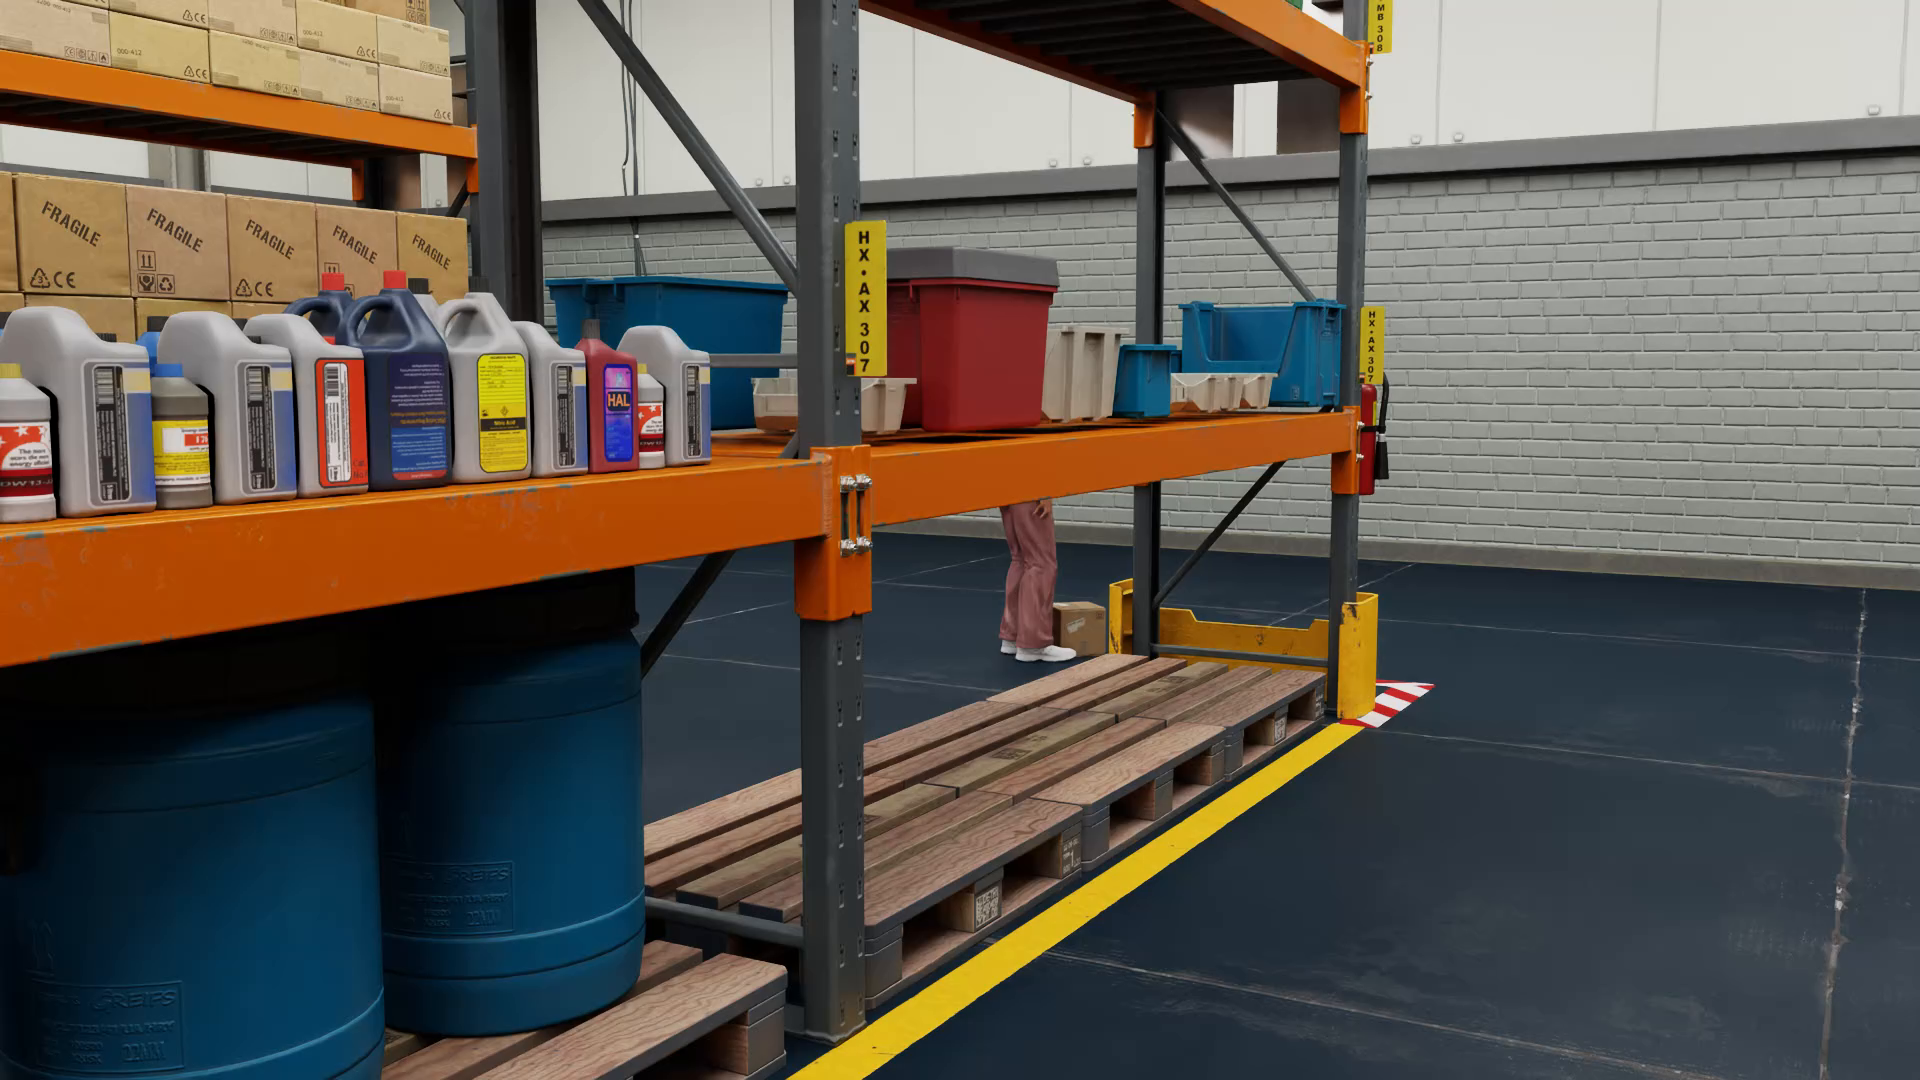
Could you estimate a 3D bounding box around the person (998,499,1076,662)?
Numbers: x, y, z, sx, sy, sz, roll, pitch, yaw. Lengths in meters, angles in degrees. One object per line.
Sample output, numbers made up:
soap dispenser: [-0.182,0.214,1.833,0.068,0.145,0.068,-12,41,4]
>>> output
person: [0.360,-0.232,8.539,0.364,1.671,0.509,-2,6,-19]
